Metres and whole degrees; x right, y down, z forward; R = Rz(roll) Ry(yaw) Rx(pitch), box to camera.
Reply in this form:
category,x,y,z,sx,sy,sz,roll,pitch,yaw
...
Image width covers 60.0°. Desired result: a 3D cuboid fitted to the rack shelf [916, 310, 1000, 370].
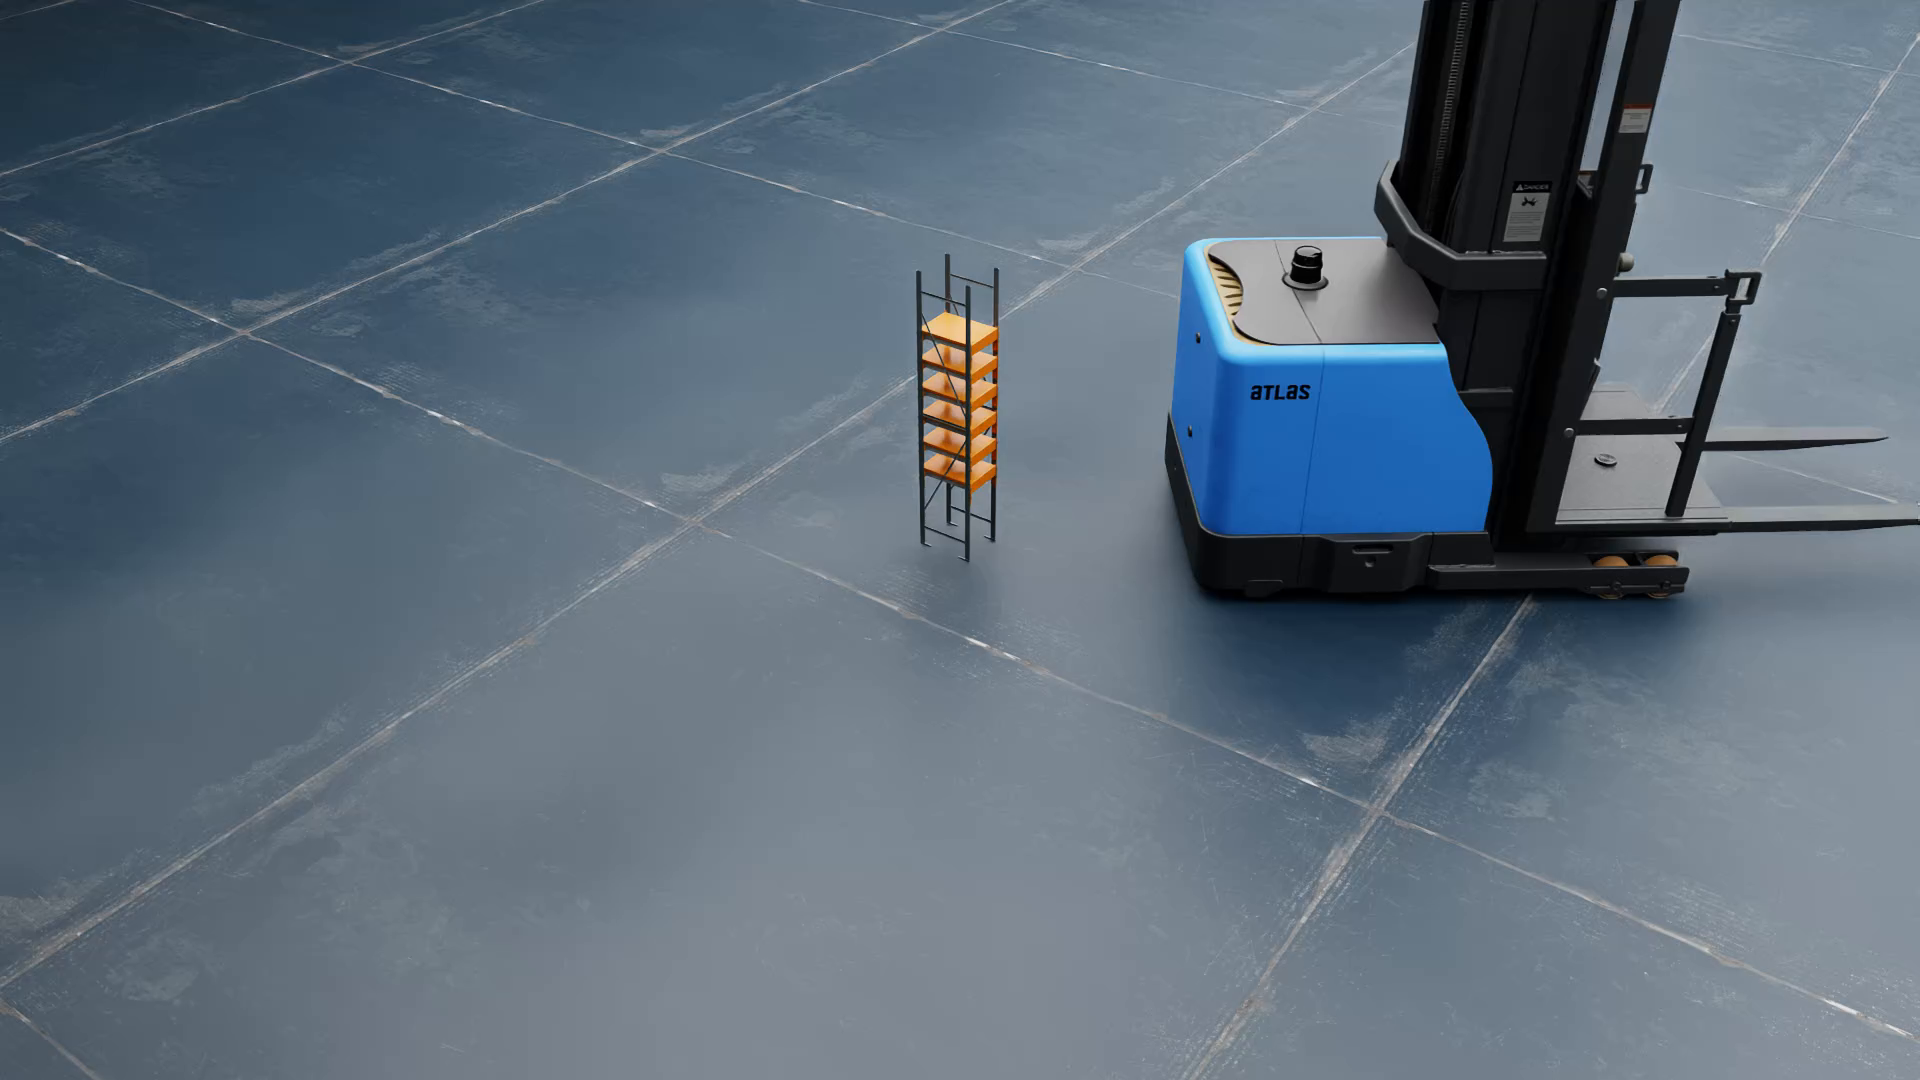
category,x,y,z,sx,sy,sz,roll,pitch,yaw
rack shelf,-0.008,-0.752,6.227,0.258,0.103,0.180,21,39,28

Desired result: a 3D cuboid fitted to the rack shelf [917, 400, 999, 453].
category,x,y,z,sx,sy,sz,roll,pitch,yaw
rack shelf,-0.008,-0.454,6.429,0.258,0.103,0.180,21,39,28

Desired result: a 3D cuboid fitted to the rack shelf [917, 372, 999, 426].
category,x,y,z,sx,sy,sz,roll,pitch,yaw
rack shelf,-0.008,-0.553,6.362,0.258,0.103,0.180,21,39,28

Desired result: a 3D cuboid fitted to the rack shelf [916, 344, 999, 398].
category,x,y,z,sx,sy,sz,roll,pitch,yaw
rack shelf,-0.008,-0.652,6.294,0.258,0.103,0.180,21,39,28

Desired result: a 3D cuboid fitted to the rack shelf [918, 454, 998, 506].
category,x,y,z,sx,sy,sz,roll,pitch,yaw
rack shelf,-0.008,-0.255,6.563,0.258,0.103,0.180,21,39,28

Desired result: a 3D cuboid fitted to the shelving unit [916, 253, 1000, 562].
category,x,y,z,sx,sy,sz,roll,pitch,yaw
shelving unit,-0.008,-0.490,6.404,0.258,1.200,0.189,21,39,28

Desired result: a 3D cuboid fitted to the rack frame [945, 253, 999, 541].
category,x,y,z,sx,sy,sz,roll,pitch,yaw
rack frame,0.044,-0.532,6.466,0.240,1.200,0.006,21,39,28

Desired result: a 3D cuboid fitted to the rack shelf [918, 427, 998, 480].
category,x,y,z,sx,sy,sz,roll,pitch,yaw
rack shelf,-0.008,-0.354,6.496,0.258,0.103,0.180,21,39,28

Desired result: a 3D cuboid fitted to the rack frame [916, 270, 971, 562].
category,x,y,z,sx,sy,sz,roll,pitch,yaw
rack frame,-0.060,-0.448,6.342,0.240,1.200,0.006,21,39,28

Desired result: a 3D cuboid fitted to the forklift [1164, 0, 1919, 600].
category,x,y,z,sx,sy,sz,roll,pitch,yaw
forklift,2.402,-1.283,6.030,3.031,2.935,1.130,-1,34,-1
